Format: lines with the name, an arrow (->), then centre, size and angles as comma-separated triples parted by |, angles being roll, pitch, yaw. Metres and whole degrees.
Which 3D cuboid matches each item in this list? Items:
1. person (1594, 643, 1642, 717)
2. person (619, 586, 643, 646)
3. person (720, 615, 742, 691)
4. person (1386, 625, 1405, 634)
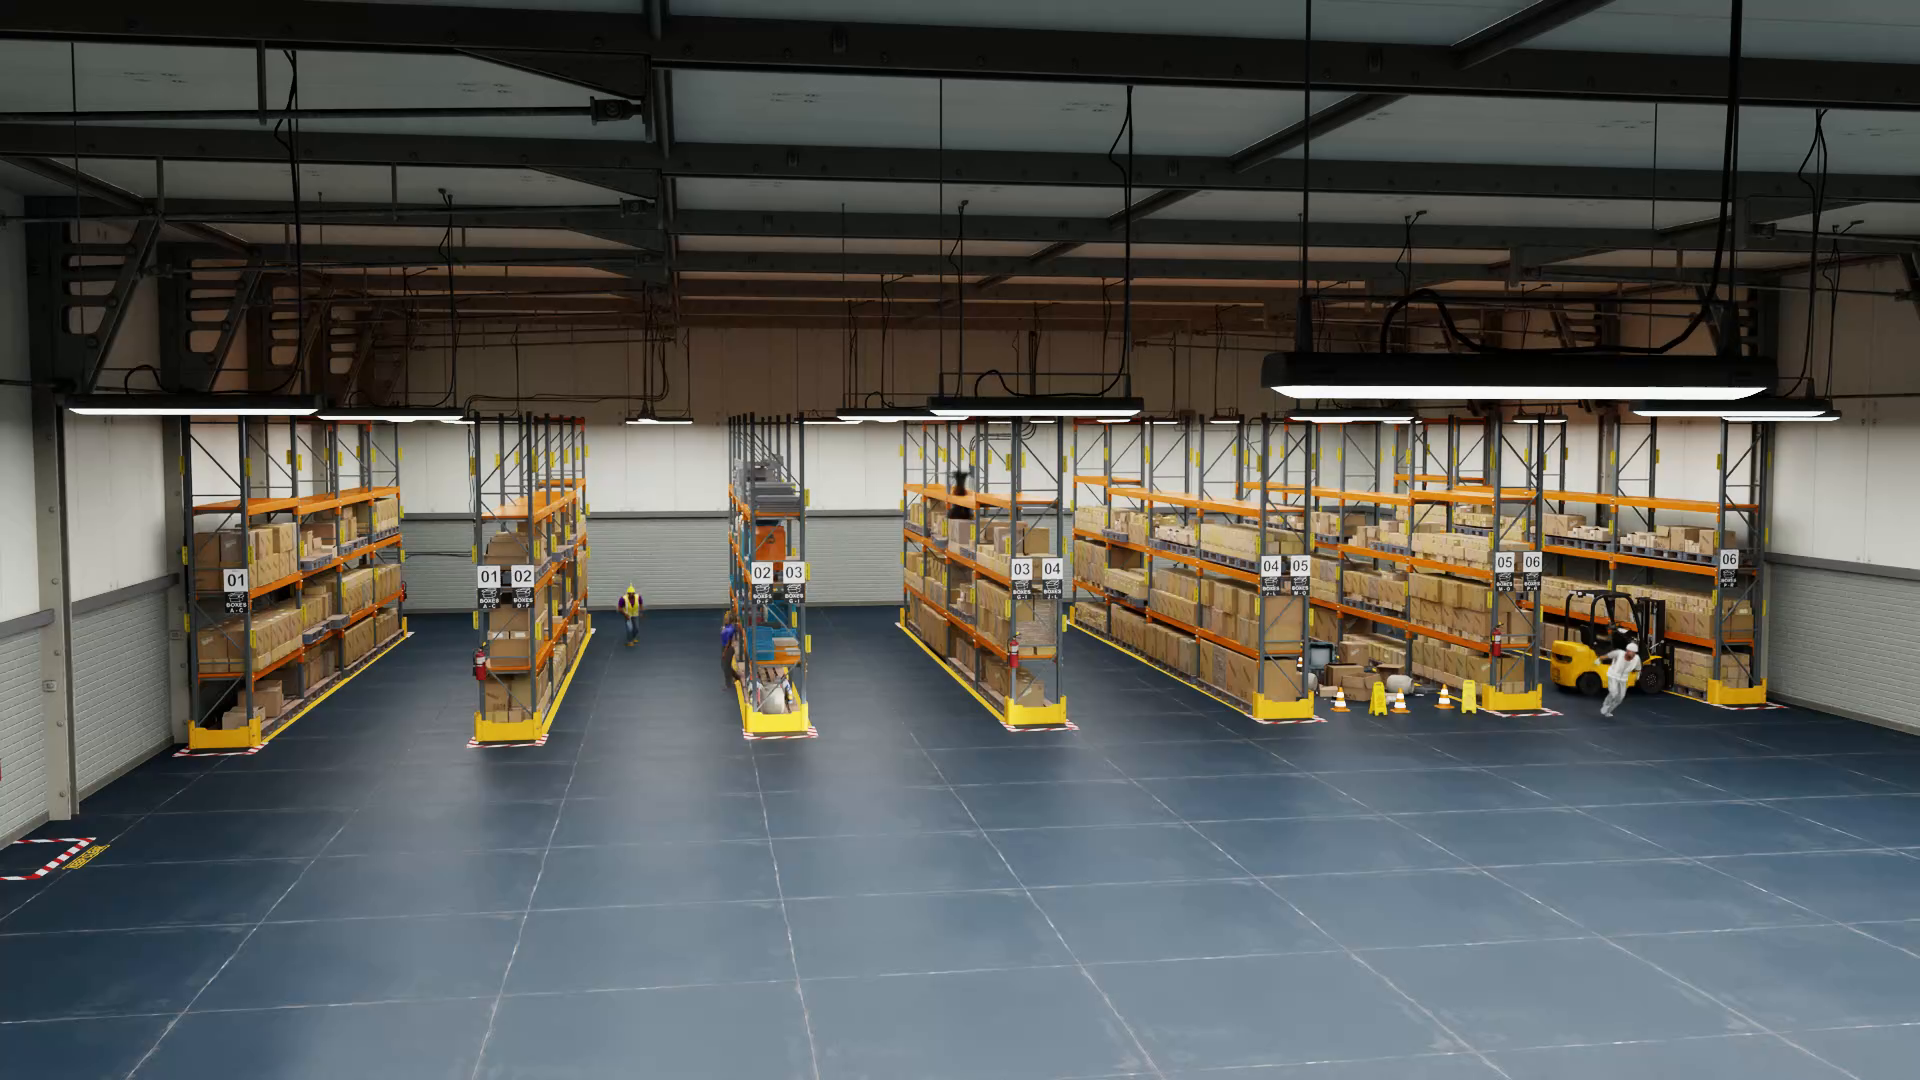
person -> 12.902, 2.733, 32.460 | 0.673, 1.539, 1.026 | 0, 4, -5
person -> -8.577, 1.977, 43.276 | 0.671, 1.596, 0.938 | -2, 5, -30
person -> -5.019, 2.441, 36.320 | 0.572, 1.648, 0.658 | -2, 4, -24
person -> 12.075, 1.780, 45.804 | 0.664, 1.673, 0.760 | -2, 5, -32
